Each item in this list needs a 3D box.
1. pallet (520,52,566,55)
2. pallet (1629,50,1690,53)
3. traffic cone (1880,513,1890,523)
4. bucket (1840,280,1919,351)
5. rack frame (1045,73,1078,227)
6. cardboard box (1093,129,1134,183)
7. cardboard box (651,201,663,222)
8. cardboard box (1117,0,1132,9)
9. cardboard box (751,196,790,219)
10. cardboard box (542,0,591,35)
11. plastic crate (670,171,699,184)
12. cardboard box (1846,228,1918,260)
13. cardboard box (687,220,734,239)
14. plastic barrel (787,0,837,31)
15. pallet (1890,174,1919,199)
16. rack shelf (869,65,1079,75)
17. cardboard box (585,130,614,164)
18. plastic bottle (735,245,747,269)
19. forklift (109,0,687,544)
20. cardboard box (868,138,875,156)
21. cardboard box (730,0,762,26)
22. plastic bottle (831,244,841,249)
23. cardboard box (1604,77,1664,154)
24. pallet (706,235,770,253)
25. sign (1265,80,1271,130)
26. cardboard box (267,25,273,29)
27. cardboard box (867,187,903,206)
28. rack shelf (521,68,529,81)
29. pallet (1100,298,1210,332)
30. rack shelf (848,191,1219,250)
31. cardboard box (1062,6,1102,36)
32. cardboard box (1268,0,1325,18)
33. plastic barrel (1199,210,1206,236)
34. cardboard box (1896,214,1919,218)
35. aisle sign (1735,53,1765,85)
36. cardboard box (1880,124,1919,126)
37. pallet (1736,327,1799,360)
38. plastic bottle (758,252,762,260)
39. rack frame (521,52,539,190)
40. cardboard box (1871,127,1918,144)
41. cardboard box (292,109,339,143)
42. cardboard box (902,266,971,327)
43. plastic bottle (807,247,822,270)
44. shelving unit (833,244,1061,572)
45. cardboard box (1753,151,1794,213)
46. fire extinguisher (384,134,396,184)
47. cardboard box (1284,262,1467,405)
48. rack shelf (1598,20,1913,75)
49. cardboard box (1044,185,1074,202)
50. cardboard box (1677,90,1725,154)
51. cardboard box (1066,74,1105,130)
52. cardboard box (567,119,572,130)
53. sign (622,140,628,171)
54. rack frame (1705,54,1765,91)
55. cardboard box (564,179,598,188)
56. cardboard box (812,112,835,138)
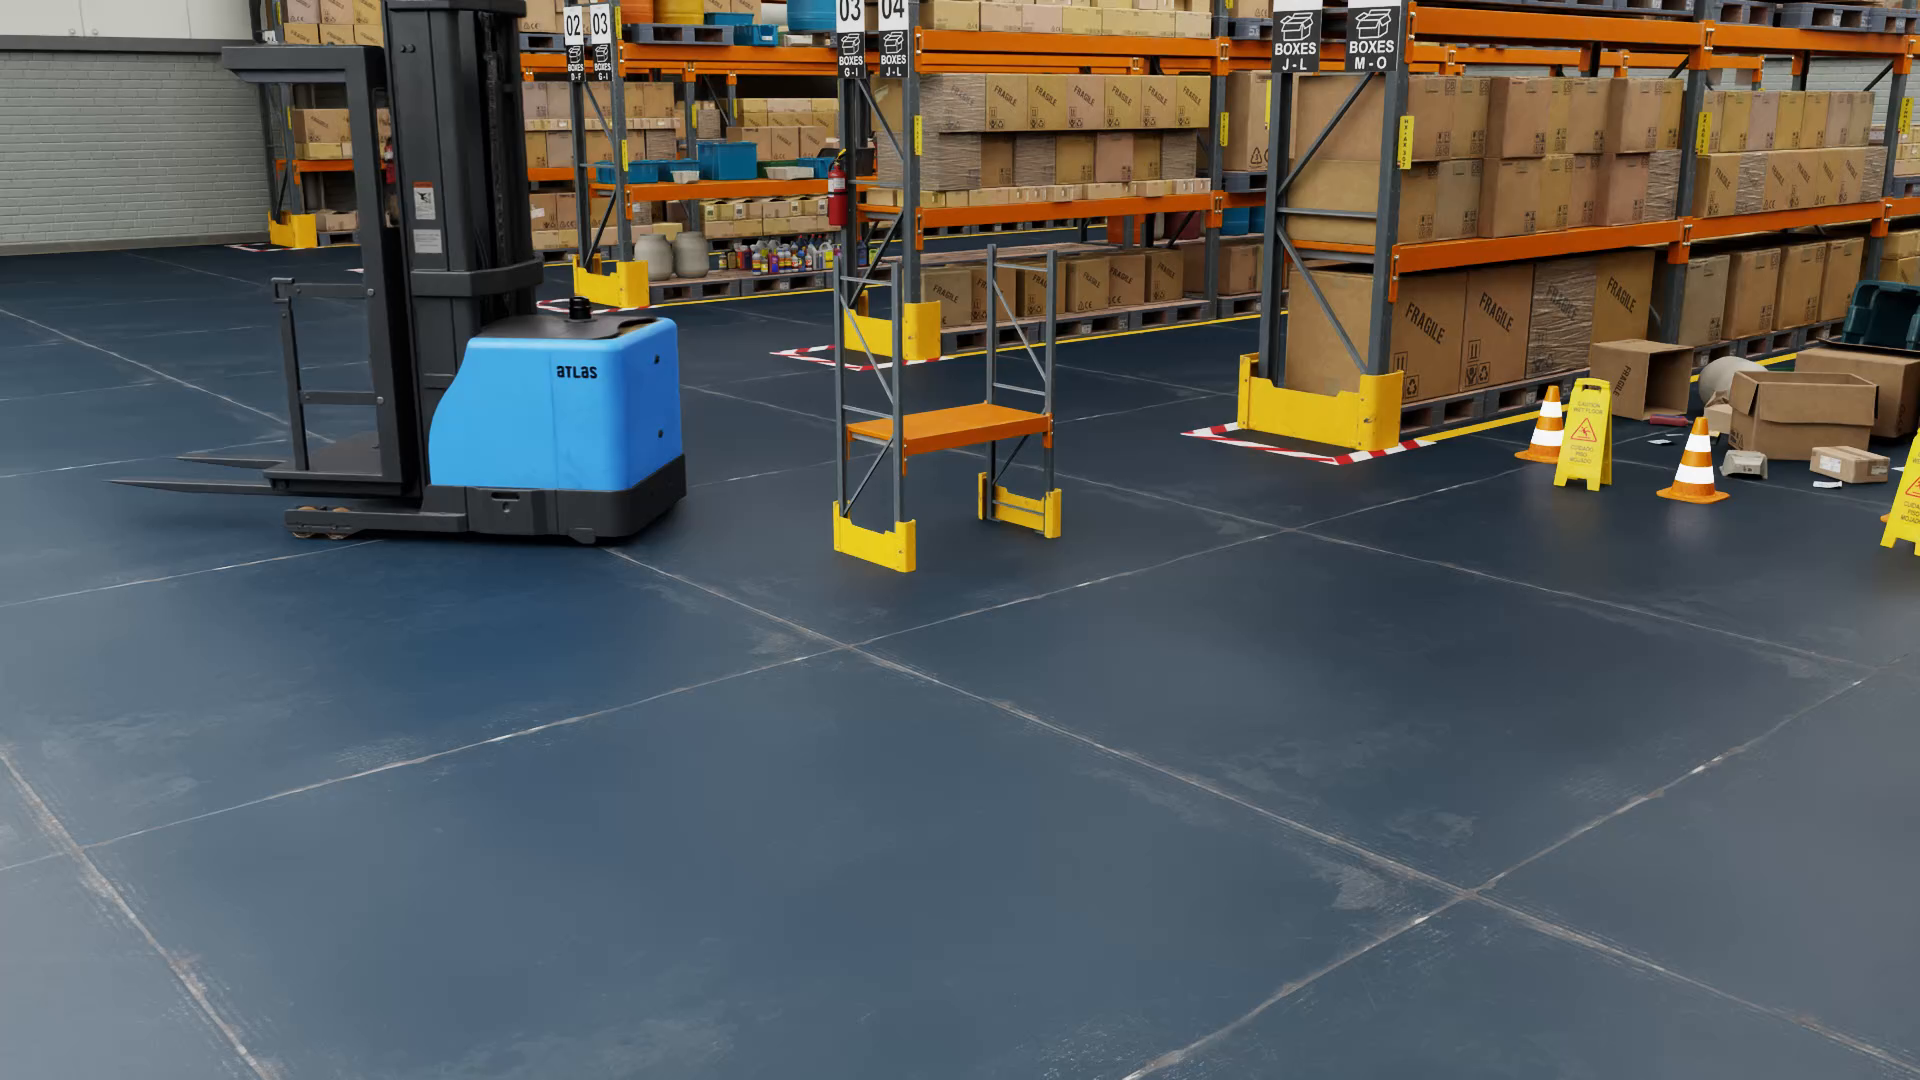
[{"bbox_3d":[-6.918,-8.167,28.063,1.003,0.211,1.213,-13,19,-39],"label":"pallet"},{"bbox_3d":[9.880,-6.935,23.260,1.213,0.211,1.003,-13,19,-39],"label":"pallet"},{"bbox_3d":[5.266,-0.323,9.062,0.334,0.463,0.336,-13,19,-39],"label":"traffic cone"},{"bbox_3d":[6.891,-1.530,12.062,0.620,0.611,0.726,5,12,-23],"label":"bucket"},{"bbox_3d":[1.836,-7.116,29.577,0.127,3.000,1.000,-13,19,-39],"label":"rack frame"},{"bbox_3d":[1.210,-3.777,16.308,0.500,0.500,0.875,-13,19,-39],"label":"cardboard box"},{"bbox_3d":[-4.754,-4.980,24.641,0.500,0.500,0.500,-13,19,-39],"label":"cardboard box"},{"bbox_3d":[1.417,-5.121,15.816,0.250,0.149,0.380,-12,19,-37],"label":"cardboard box"},{"bbox_3d":[-2.953,-5.099,25.455,0.500,0.311,0.500,-14,20,-41],"label":"cardboard box"},{"bbox_3d":[-5.524,-7.276,23.078,0.637,0.503,0.797,-10,18,-33],"label":"cardboard box"},{"bbox_3d":[-3.082,-4.080,18.721,0.250,0.136,0.298,-13,19,-39],"label":"plastic crate"},{"bbox_3d":[9.177,-2.953,16.571,0.500,0.250,0.500,-14,20,-42],"label":"cardboard box"},{"bbox_3d":[-3.732,-4.655,24.879,0.500,0.250,0.500,-13,20,-41],"label":"cardboard box"},{"bbox_3d":[-1.771,-6.542,19.832,0.708,0.901,0.600,-13,19,-39],"label":"plastic barrel"},{"bbox_3d":[8.966,-3.575,16.693,1.003,0.211,1.213,-13,19,-39],"label":"pallet"},{"bbox_3d":[0.327,-7.879,28.014,4.000,0.370,1.077,-13,19,-39],"label":"rack shelf"},{"bbox_3d":[-5.304,-5.558,23.550,0.500,0.500,0.700,-12,19,-39],"label":"cardboard box"},{"bbox_3d":[-2.662,-3.448,20.273,0.135,0.276,0.152,-12,19,-39],"label":"plastic bottle"},{"bbox_3d":[-3.113,-1.550,8.873,3.031,2.935,1.130,2,15,8],"label":"forklift"},{"bbox_3d":[-1.485,-6.342,26.853,0.500,0.311,0.500,-11,19,-36],"label":"cardboard box"},{"bbox_3d":[-3.293,-7.900,24.725,0.500,0.500,0.500,-10,18,-34],"label":"cardboard box"},{"bbox_3d":[-1.508,-3.519,20.538,0.135,0.276,0.152,-13,19,-39],"label":"plastic bottle"},{"bbox_3d":[4.841,-3.271,12.801,0.550,0.550,0.875,-13,19,-39],"label":"cardboard box"},{"bbox_3d":[-3.669,-4.546,25.359,1.213,0.211,1.003,-13,19,-39],"label":"pallet"},{"bbox_3d":[2.117,-2.953,11.290,0.005,0.325,0.100,-13,19,-39],"label":"sign"},{"bbox_3d":[-10.323,-7.674,25.621,0.500,0.500,0.500,-11,18,-35],"label":"cardboard box"},{"bbox_3d":[-0.637,-3.121,15.108,0.250,0.149,0.380,-13,19,-39],"label":"cardboard box"},{"bbox_3d":[-8.962,-7.487,26.549,4.000,0.370,1.077,-13,19,-39],"label":"rack shelf"},{"bbox_3d":[1.818,-2.364,17.189,1.213,0.211,1.003,-13,19,-39],"label":"pallet"},{"bbox_3d":[0.792,-3.145,16.106,4.000,0.370,1.077,-13,19,-39],"label":"rack shelf"},{"bbox_3d":[0.967,-4.823,15.470,0.500,0.250,0.500,-12,19,-38],"label":"cardboard box"},{"bbox_3d":[3.431,-5.753,17.651,0.637,0.503,0.797,-12,19,-37],"label":"cardboard box"},{"bbox_3d":[3.644,-4.865,25.157,0.421,0.512,0.421,0,15,0],"label":"plastic barrel"},{"bbox_3d":[10.785,-3.488,18.571,0.500,0.250,0.500,-14,20,-42],"label":"cardboard box"},{"bbox_3d":[11.605,-7.074,24.383,0.004,0.787,0.394,-13,19,-39],"label":"aisle sign"},{"bbox_3d":[10.133,-4.419,18.001,0.250,0.149,0.380,-13,20,-40],"label":"cardboard box"},{"bbox_3d":[6.934,-1.855,15.284,1.213,0.211,1.003,-13,19,-39],"label":"pallet"},{"bbox_3d":[-2.461,-3.415,20.292,0.097,0.201,0.097,0,15,0],"label":"plastic bottle"},{"bbox_3d":[-7.454,-6.724,28.112,0.127,3.000,1.000,-13,19,-39],"label":"rack frame"},{"bbox_3d":[9.175,-3.982,16.365,0.250,0.149,0.380,-13,20,-41],"label":"cardboard box"},{"bbox_3d":[-9.914,-6.369,25.578,0.500,0.500,0.500,-13,19,-39],"label":"cardboard box"},{"bbox_3d":[-0.234,-2.252,15.397,0.500,0.500,0.500,-9,17,-29],"label":"cardboard box"},{"bbox_3d":[-1.761,-3.413,20.141,0.135,0.276,0.152,-12,19,-38],"label":"plastic bottle"},{"bbox_3d":[-0.058,-0.712,8.508,1.083,1.500,0.587,-13,19,-39],"label":"shelving unit"},{"bbox_3d":[6.813,-3.104,14.363,0.500,0.500,0.500,-13,20,-40],"label":"cardboard box"},{"bbox_3d":[-7.611,-5.116,22.240,0.183,0.674,0.296,-13,19,-39],"label":"fire extinguisher"},{"bbox_3d":[2.931,-1.475,11.764,0.875,0.875,0.875,-13,19,-39],"label":"cardboard box"},{"bbox_3d":[6.989,-4.289,14.576,4.000,0.370,1.077,-13,19,-39],"label":"rack shelf"},{"bbox_3d":[0.850,-3.269,15.664,0.250,0.149,0.380,-13,19,-39],"label":"cardboard box"},{"bbox_3d":[5.851,-3.465,13.779,0.500,0.500,0.700,-13,20,-40],"label":"cardboard box"},{"bbox_3d":[1.009,-4.123,15.666,0.500,0.500,0.500,-13,19,-39],"label":"cardboard box"},{"bbox_3d":[-5.421,-5.774,23.104,0.250,0.149,0.380,-12,19,-38],"label":"cardboard box"},{"bbox_3d":[-3.610,-4.144,17.915,0.005,0.325,0.100,-13,19,-39],"label":"sign"},{"bbox_3d":[11.354,-5.864,24.892,0.127,3.000,1.000,-13,19,-39],"label":"rack frame"},{"bbox_3d":[-6.579,-6.295,29.041,0.500,0.250,0.500,-13,20,-41],"label":"cardboard box"},{"bbox_3d":[-2.738,-7.897,31.691,0.500,0.500,0.500,-12,19,-38],"label":"cardboard box"}]
